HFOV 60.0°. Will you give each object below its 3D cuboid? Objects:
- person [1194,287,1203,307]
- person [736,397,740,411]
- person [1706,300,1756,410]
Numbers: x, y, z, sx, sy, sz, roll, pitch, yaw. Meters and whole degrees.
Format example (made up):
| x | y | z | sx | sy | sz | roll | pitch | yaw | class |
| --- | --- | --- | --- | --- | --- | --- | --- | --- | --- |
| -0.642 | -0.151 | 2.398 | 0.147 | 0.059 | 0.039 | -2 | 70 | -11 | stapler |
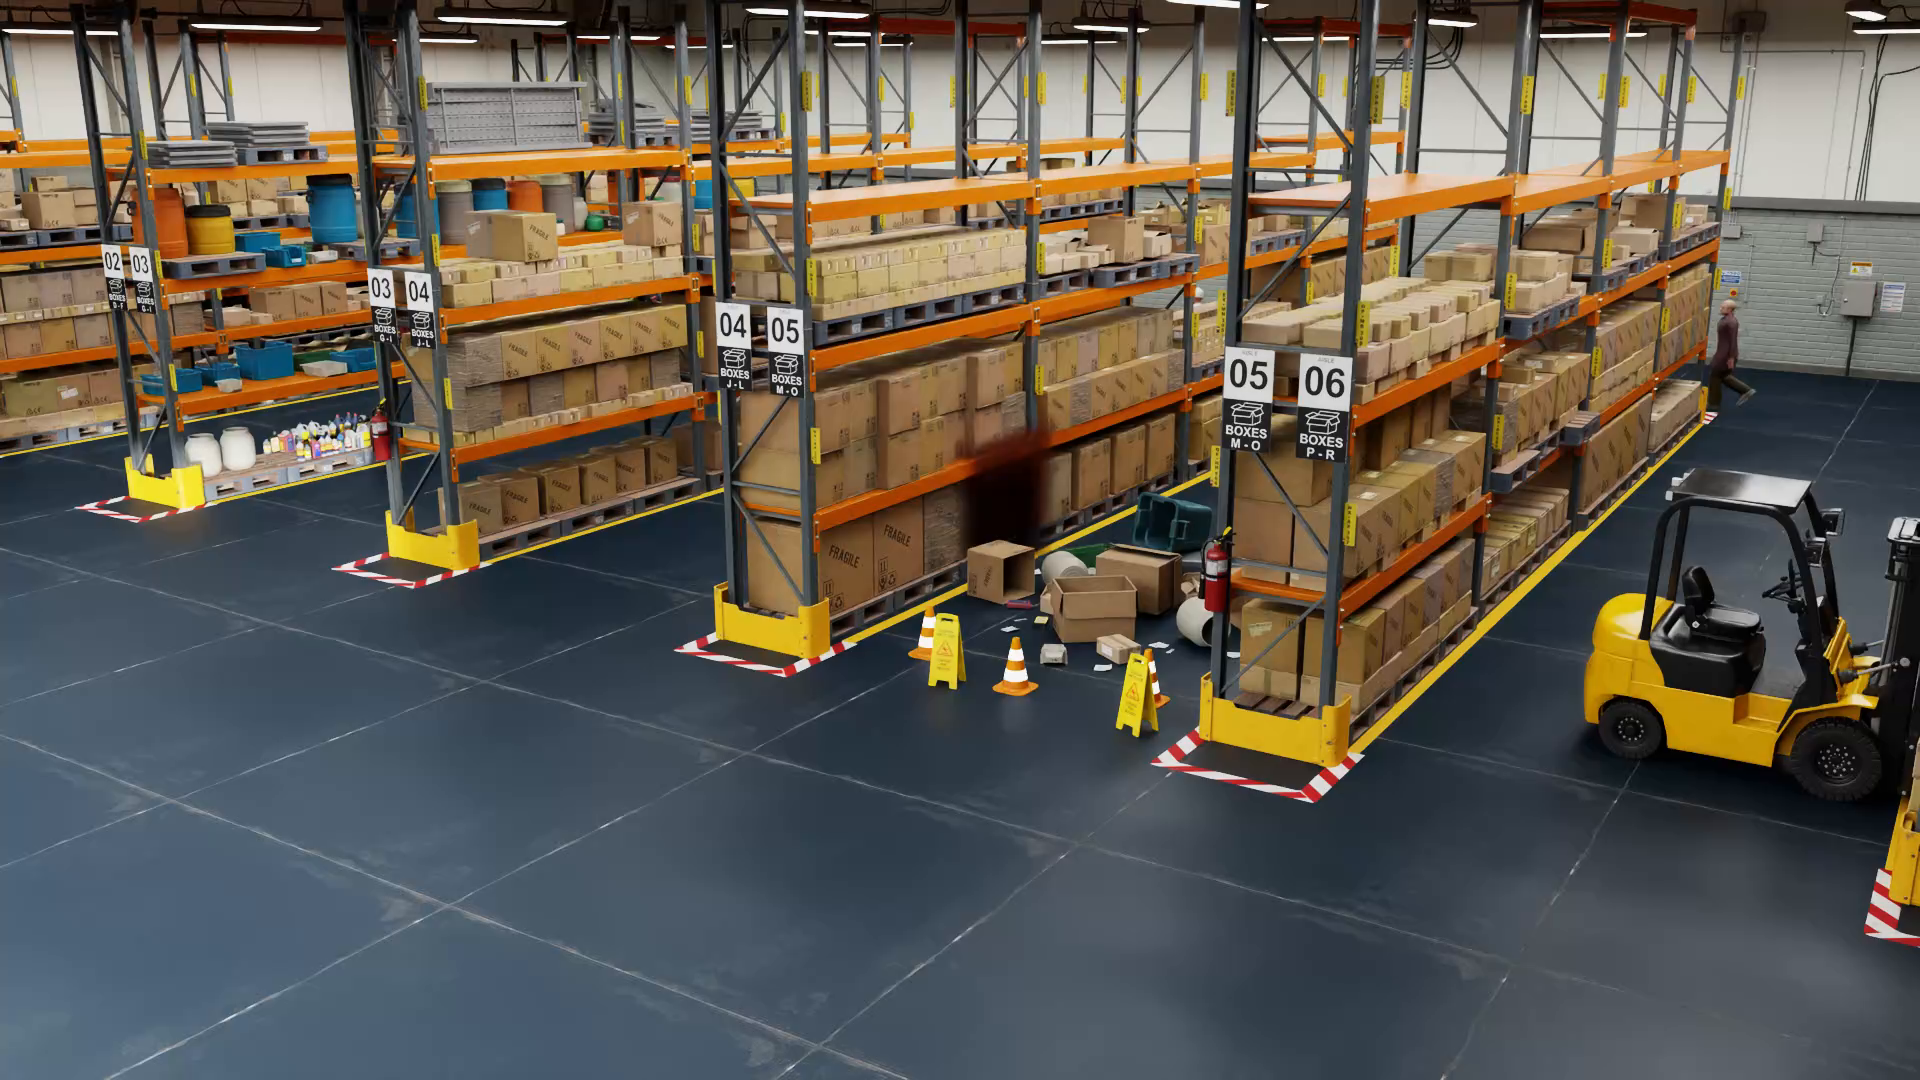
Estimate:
| x | y | z | sx | sy | sz | roll | pitch | yaw | class |
| --- | --- | --- | --- | --- | --- | --- | --- | --- | --- |
| 3.925 | -3.309 | 27.774 | 0.571 | 1.790 | 0.444 | -5 | 16 | -17 | person |
| -3.454 | -2.532 | 25.210 | 0.485 | 1.680 | 0.521 | -10 | 18 | -31 | person |
| 12.309 | -2.952 | 26.516 | 0.836 | 1.757 | 0.583 | 12 | 19 | 36 | person |
